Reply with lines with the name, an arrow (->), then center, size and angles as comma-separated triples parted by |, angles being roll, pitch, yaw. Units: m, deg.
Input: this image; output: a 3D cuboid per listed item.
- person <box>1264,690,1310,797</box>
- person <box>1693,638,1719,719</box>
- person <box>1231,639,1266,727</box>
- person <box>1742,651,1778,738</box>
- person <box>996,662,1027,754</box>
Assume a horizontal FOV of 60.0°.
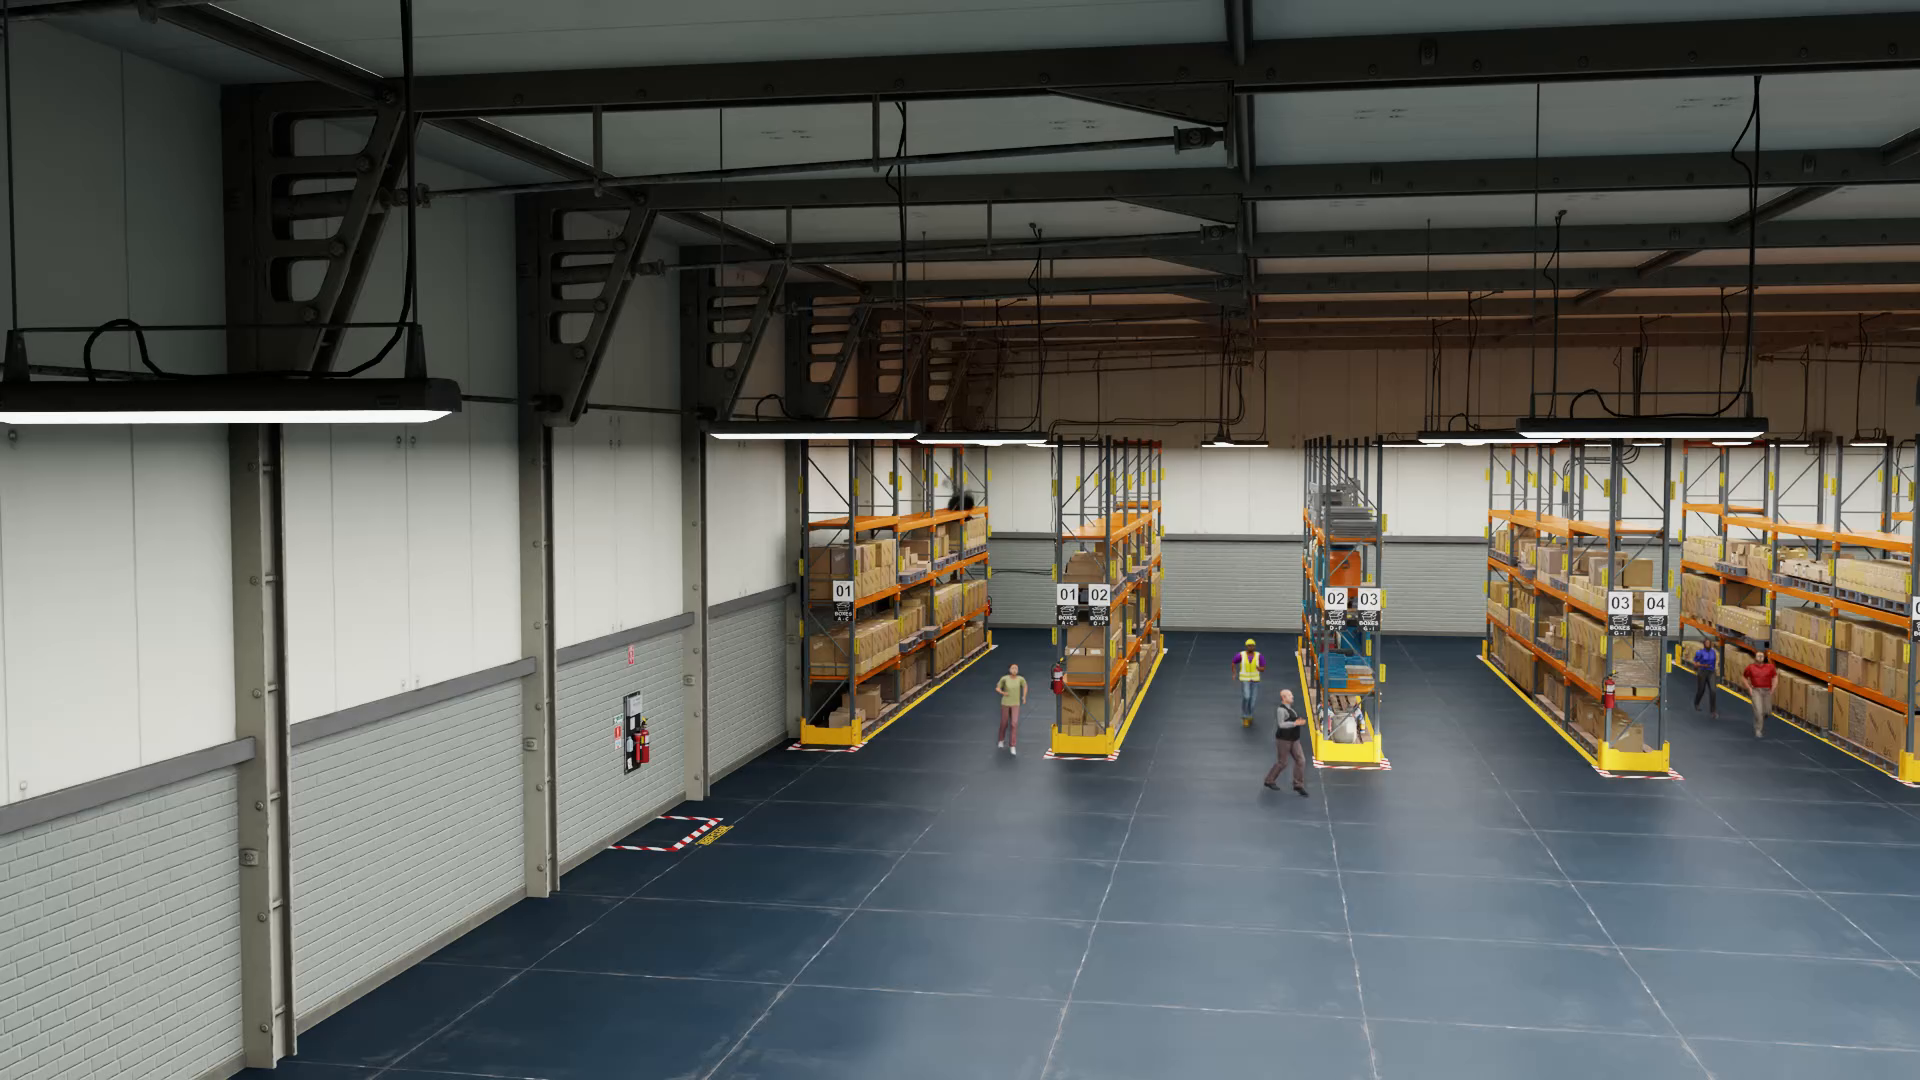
person -> 5.417, 3.361, 27.565 | 0.752, 1.772, 0.644 | 2, 4, 38
person -> 16.049, 2.943, 35.796 | 0.576, 1.677, 0.905 | 0, 3, 3
person -> 6.037, 2.970, 34.657 | 0.669, 1.823, 0.751 | 0, 3, -4
person -> 16.049, 3.083, 33.353 | 0.658, 1.705, 0.568 | 1, 3, 14
person -> 0.979, 3.162, 31.580 | 0.592, 1.690, 0.832 | 0, 3, -2
